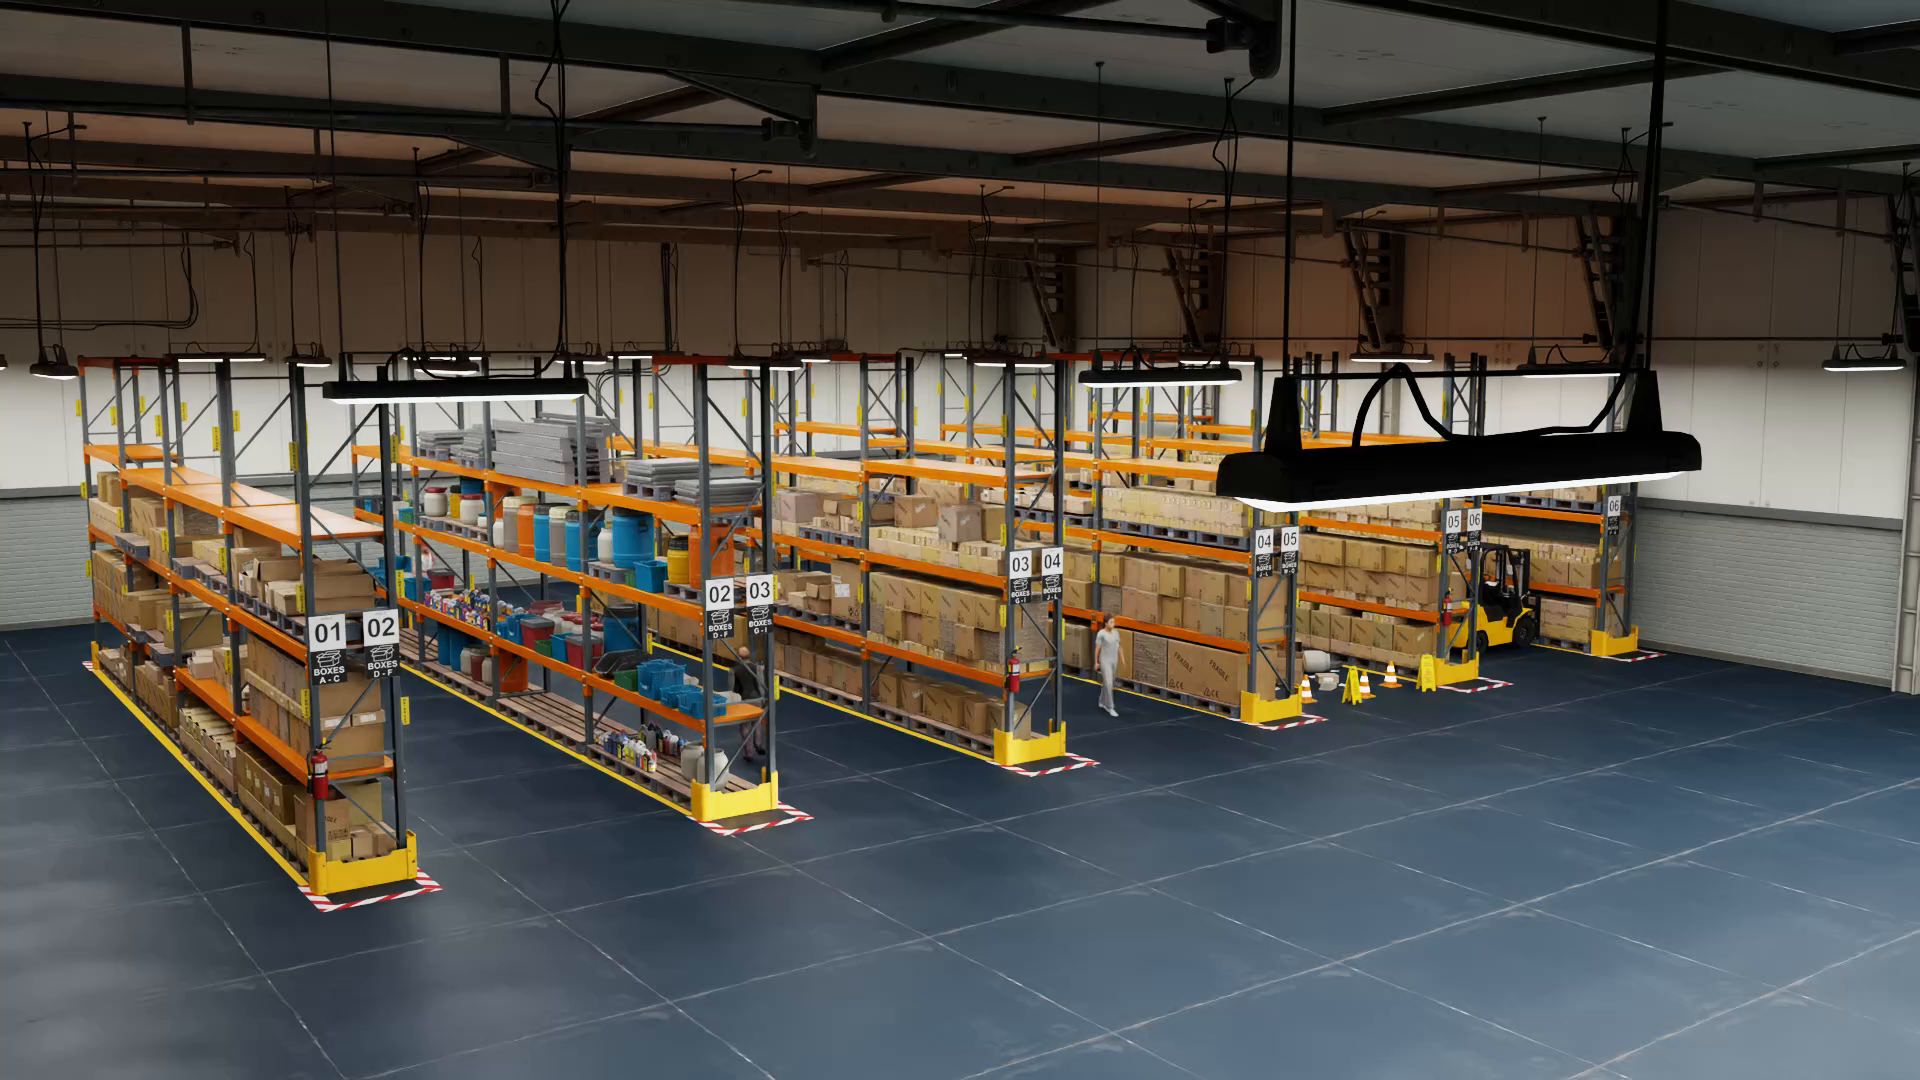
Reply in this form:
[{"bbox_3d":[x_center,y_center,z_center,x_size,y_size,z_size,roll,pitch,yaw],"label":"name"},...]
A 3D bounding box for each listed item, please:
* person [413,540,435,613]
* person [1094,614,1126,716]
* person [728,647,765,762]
[{"bbox_3d":[-12.110,0.874,37.709,0.564,1.729,1.055,-6,9,-40],"label":"person"},{"bbox_3d":[2.545,2.100,28.199,0.498,1.702,0.639,-5,8,-33],"label":"person"},{"bbox_3d":[-3.200,2.447,24.946,0.558,1.701,0.472,-3,7,-20],"label":"person"}]
